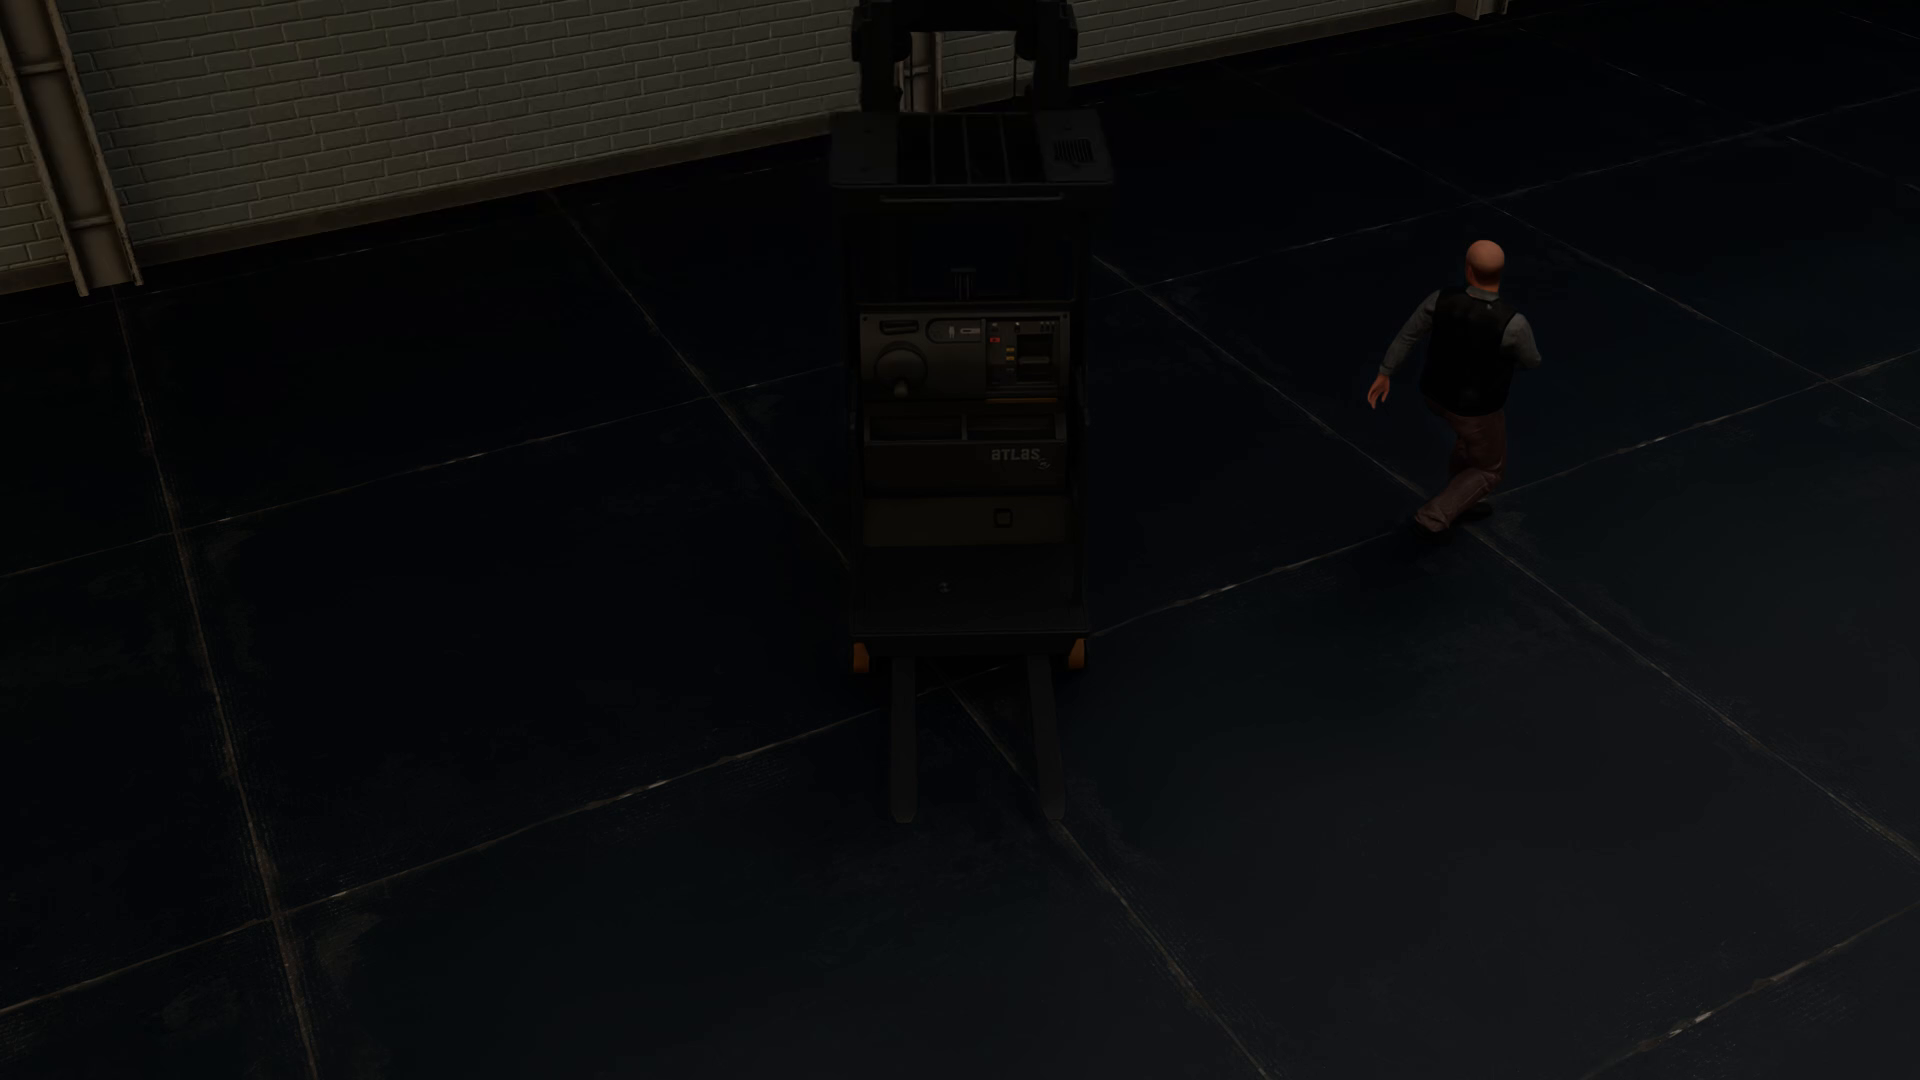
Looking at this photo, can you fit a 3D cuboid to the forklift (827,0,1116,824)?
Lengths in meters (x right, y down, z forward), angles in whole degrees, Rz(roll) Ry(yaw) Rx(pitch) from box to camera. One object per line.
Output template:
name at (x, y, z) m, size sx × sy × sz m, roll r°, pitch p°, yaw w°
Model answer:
forklift at (0.032, -0.759, 7.196) m, size 1.130 × 2.935 × 3.031 m, roll -1°, pitch 35°, yaw -1°

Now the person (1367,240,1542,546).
person at (2.498, -0.729, 8.283) m, size 0.760 × 1.648 × 0.601 m, roll -18°, pitch 39°, yaw -24°
